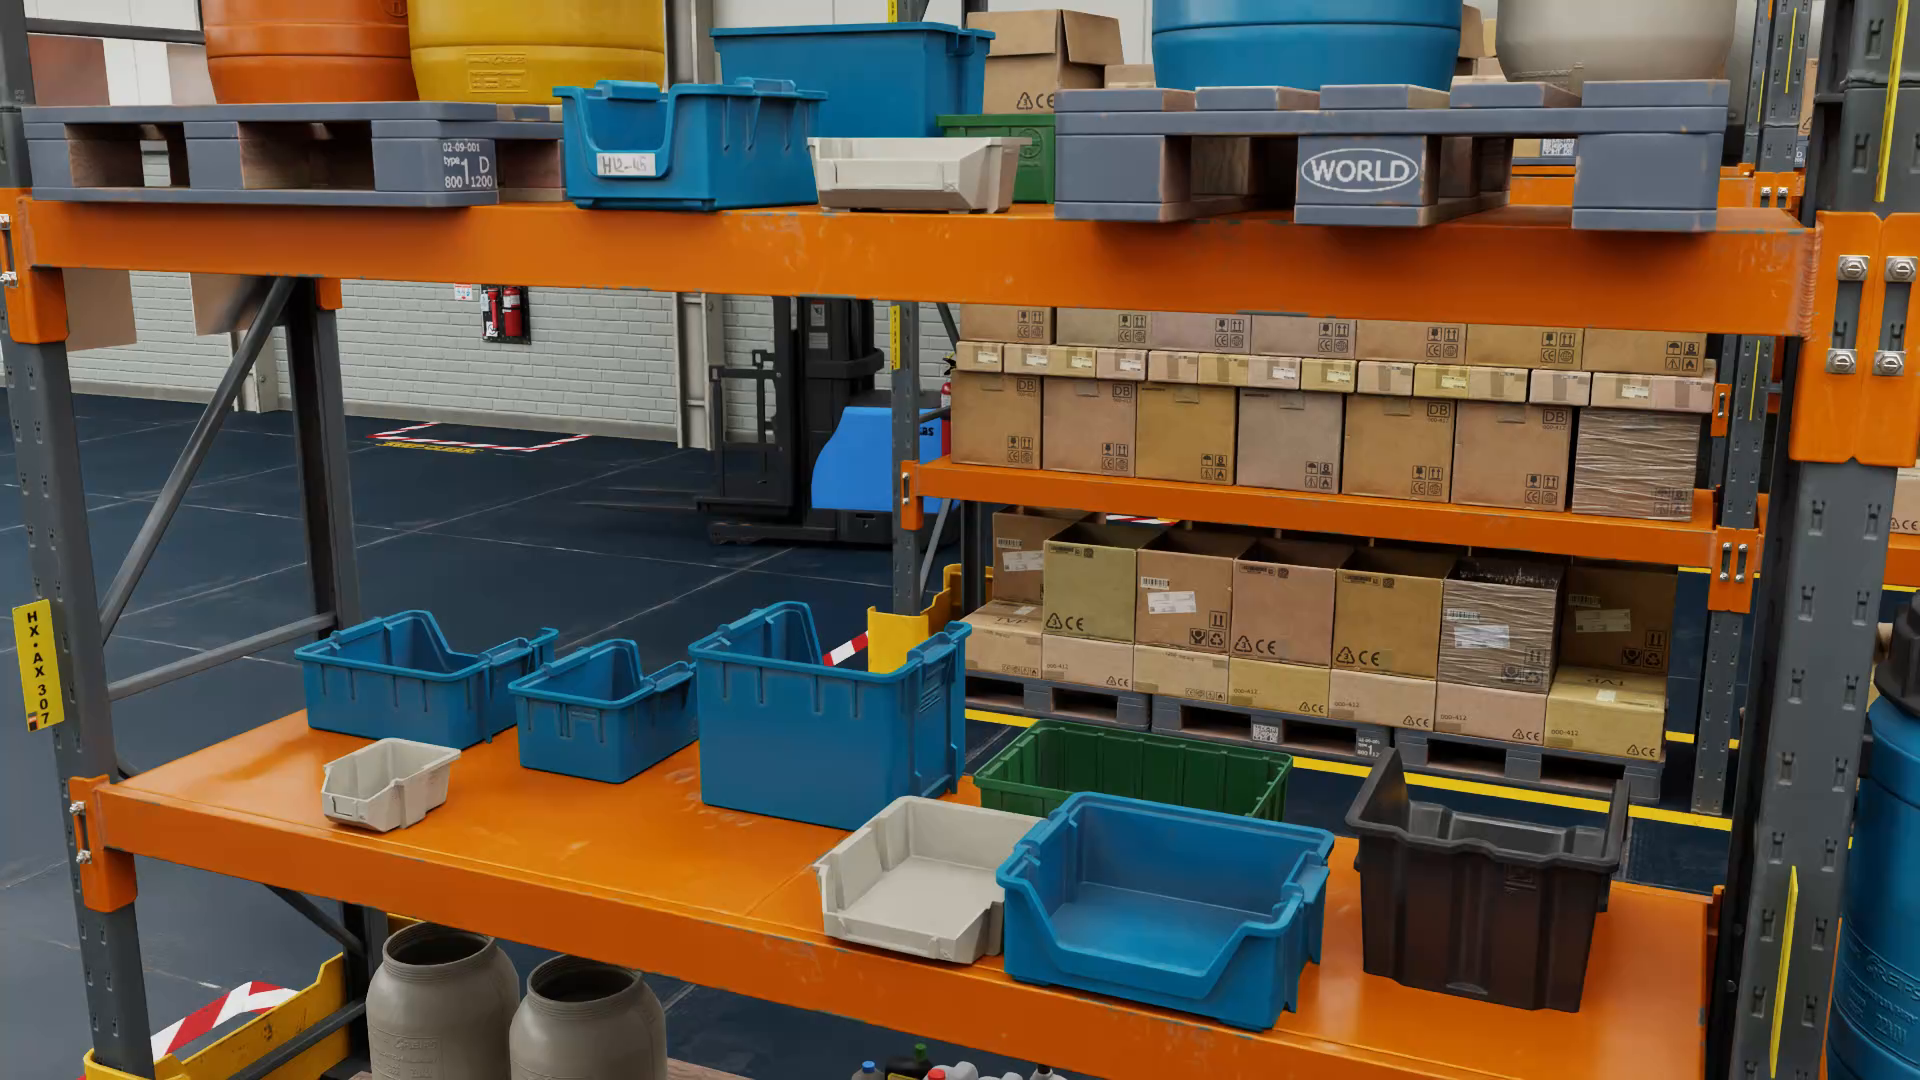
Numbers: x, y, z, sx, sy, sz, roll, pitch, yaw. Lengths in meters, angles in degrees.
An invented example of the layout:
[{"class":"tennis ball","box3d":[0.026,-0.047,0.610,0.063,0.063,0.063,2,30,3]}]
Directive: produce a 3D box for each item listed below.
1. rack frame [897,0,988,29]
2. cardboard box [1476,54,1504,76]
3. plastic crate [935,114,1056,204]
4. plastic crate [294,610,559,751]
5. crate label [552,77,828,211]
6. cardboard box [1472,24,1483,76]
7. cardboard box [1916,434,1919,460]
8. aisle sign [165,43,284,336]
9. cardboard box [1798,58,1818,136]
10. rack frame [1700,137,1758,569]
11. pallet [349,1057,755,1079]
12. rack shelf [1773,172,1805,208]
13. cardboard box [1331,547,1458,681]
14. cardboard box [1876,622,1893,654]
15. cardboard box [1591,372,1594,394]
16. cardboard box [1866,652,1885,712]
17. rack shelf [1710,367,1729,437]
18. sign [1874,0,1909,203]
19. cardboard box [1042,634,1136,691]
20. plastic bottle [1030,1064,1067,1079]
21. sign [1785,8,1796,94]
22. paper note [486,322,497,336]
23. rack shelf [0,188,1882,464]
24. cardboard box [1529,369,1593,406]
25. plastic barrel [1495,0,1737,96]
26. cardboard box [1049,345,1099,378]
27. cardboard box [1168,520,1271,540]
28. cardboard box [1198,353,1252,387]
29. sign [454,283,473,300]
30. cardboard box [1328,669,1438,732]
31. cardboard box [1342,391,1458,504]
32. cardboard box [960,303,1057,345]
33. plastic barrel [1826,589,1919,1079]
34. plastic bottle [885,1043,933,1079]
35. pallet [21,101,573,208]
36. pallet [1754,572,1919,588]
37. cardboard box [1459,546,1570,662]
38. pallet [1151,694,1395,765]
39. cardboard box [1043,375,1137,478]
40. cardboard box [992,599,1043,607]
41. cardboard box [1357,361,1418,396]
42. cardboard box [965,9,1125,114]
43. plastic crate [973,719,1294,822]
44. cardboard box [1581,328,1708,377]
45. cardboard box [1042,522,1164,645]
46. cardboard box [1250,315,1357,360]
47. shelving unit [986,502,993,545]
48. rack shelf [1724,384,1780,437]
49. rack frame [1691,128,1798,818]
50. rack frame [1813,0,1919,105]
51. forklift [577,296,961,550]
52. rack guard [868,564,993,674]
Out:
[{"class":"rack frame","box3d":[-0.103,-3.616,8.465,0.127,3.000,1.000,6,14,23]},{"class":"cardboard box","box3d":[2.707,-2.166,7.823,0.500,0.311,0.500,5,14,20]},{"class":"plastic crate","box3d":[0.212,-0.851,3.712,0.450,0.188,0.336,6,14,23]},{"class":"plastic crate","box3d":[-1.534,0.395,4.829,0.616,0.251,0.499,6,14,23]},{"class":"crate label","box3d":[-0.535,-0.807,3.385,0.408,0.251,0.502,6,14,23]},{"class":"cardboard box","box3d":[3.802,-3.604,12.529,0.500,0.500,0.500,6,14,23]},{"class":"cardboard box","box3d":[6.641,-0.618,11.688,0.500,0.250,0.500,5,14,22]},{"class":"aisle sign","box3d":[-2.058,-0.995,4.739,0.004,0.787,0.394,6,14,23]},{"class":"cardboard box","box3d":[6.024,-3.006,11.295,0.500,0.500,0.500,8,15,31]},{"class":"rack frame","box3d":[5.557,-1.360,11.984,0.127,3.000,1.000,6,14,23]},{"class":"pallet","box3d":[-1.284,1.770,4.748,1.213,0.211,1.003,6,14,23]},{"class":"rack shelf","box3d":[5.383,-1.250,6.524,4.000,0.370,1.077,6,14,23]},{"class":"cardboard box","box3d":[2.130,0.353,8.143,0.500,0.500,0.500,6,14,23]},{"class":"cardboard box","box3d":[4.519,0.561,7.671,0.500,0.311,0.500,6,15,25]},{"class":"cardboard box","box3d":[2.920,-0.801,7.965,0.250,0.149,0.380,5,14,22]},{"class":"cardboard box","box3d":[3.831,0.627,7.391,0.500,0.311,0.500,6,14,23]},{"class":"rack shelf","box3d":[3.728,-1.195,12.855,4.000,0.370,1.077,6,14,23]},{"class":"sign","box3d":[1.311,-0.641,2.337,0.005,0.325,0.100,6,14,23]},{"class":"cardboard box","box3d":[0.756,0.581,8.813,0.500,0.250,0.500,6,14,23]},{"class":"plastic bottle","box3d":[0.243,1.549,4.421,0.185,0.351,0.144,6,15,26]},{"class":"sign","box3d":[3.331,-1.959,6.668,0.005,0.325,0.100,6,14,23]},{"class":"paper note","box3d":[-4.973,-2.240,17.662,0.142,0.148,0.016,6,14,23]},{"class":"rack shelf","box3d":[-0.284,-0.586,3.694,4.000,0.370,1.077,6,14,23]},{"class":"cardboard box","box3d":[2.753,-0.717,7.605,0.250,0.149,0.380,5,14,22]},{"class":"plastic barrel","box3d":[1.230,-1.091,3.107,0.421,0.512,0.421,0,13,0]},{"class":"cardboard box","box3d":[0.638,-0.931,8.517,0.250,0.149,0.380,6,14,23]},{"class":"cardboard box","box3d":[1.428,0.151,9.003,0.500,0.500,0.500,6,14,23]},{"class":"cardboard box","box3d":[1.347,-0.859,8.213,0.250,0.149,0.380,6,14,23]},{"class":"sign","box3d":[-5.303,-2.728,17.736,0.234,0.329,0.001,6,14,23]},{"class":"cardboard box","box3d":[2.125,0.721,8.218,0.500,0.250,0.500,6,14,23]},{"class":"cardboard box","box3d":[2.204,-0.508,8.135,0.500,0.500,0.700,6,14,24]},{"class":"cardboard box","box3d":[0.367,-1.325,8.775,0.500,0.500,0.700,6,14,23]},{"class":"plastic barrel","box3d":[1.775,0.564,2.686,0.708,0.901,0.600,6,14,23]},{"class":"plastic bottle","box3d":[-0.142,1.533,4.639,0.133,0.283,0.061,6,15,25]},{"class":"pallet","box3d":[-1.396,-0.932,4.009,1.213,0.211,1.003,6,14,23]},{"class":"pallet","box3d":[6.269,0.069,11.997,1.213,0.211,1.003,6,14,23]},{"class":"cardboard box","box3d":[2.796,0.291,8.405,0.500,0.500,0.500,6,14,23]},{"class":"pallet","box3d":[1.724,0.838,8.722,1.213,0.211,1.003,6,14,23]},{"class":"cardboard box","box3d":[0.801,-0.650,8.741,0.500,0.500,0.700,6,15,25]},{"class":"cardboard box","box3d":[0.507,0.427,9.468,0.500,0.250,0.500,6,14,23]},{"class":"cardboard box","box3d":[2.058,-0.788,7.906,0.250,0.149,0.380,6,15,25]},{"class":"cardboard box","box3d":[0.421,-2.424,8.502,0.637,0.503,0.797,7,15,27]},{"class":"plastic crate","box3d":[0.417,0.628,3.976,0.662,0.188,0.450,6,14,23]},{"class":"cardboard box","box3d":[3.146,-1.045,7.583,0.500,0.500,0.700,6,14,24]},{"class":"cardboard box","box3d":[0.755,0.216,8.726,0.500,0.500,0.500,6,14,23]},{"class":"cardboard box","box3d":[1.769,-1.184,8.177,0.500,0.500,0.700,6,14,23]},{"class":"shelving unit","box3d":[0.134,-0.580,12.600,0.189,1.200,0.258,3,13,12]},{"class":"rack shelf","box3d":[7.386,-0.825,11.278,4.000,0.370,1.077,6,14,23]},{"class":"rack frame","box3d":[3.554,-0.325,7.573,0.127,3.000,1.000,6,14,23]},{"class":"rack frame","box3d":[1.544,-2.211,2.480,0.127,3.000,1.000,6,14,23]},{"class":"forklift","box3d":[-1.444,-1.499,12.729,3.031,2.935,1.130,3,13,12]},{"class":"rack guard","box3d":[-0.125,0.520,9.446,0.348,0.500,1.175,6,14,23]}]
